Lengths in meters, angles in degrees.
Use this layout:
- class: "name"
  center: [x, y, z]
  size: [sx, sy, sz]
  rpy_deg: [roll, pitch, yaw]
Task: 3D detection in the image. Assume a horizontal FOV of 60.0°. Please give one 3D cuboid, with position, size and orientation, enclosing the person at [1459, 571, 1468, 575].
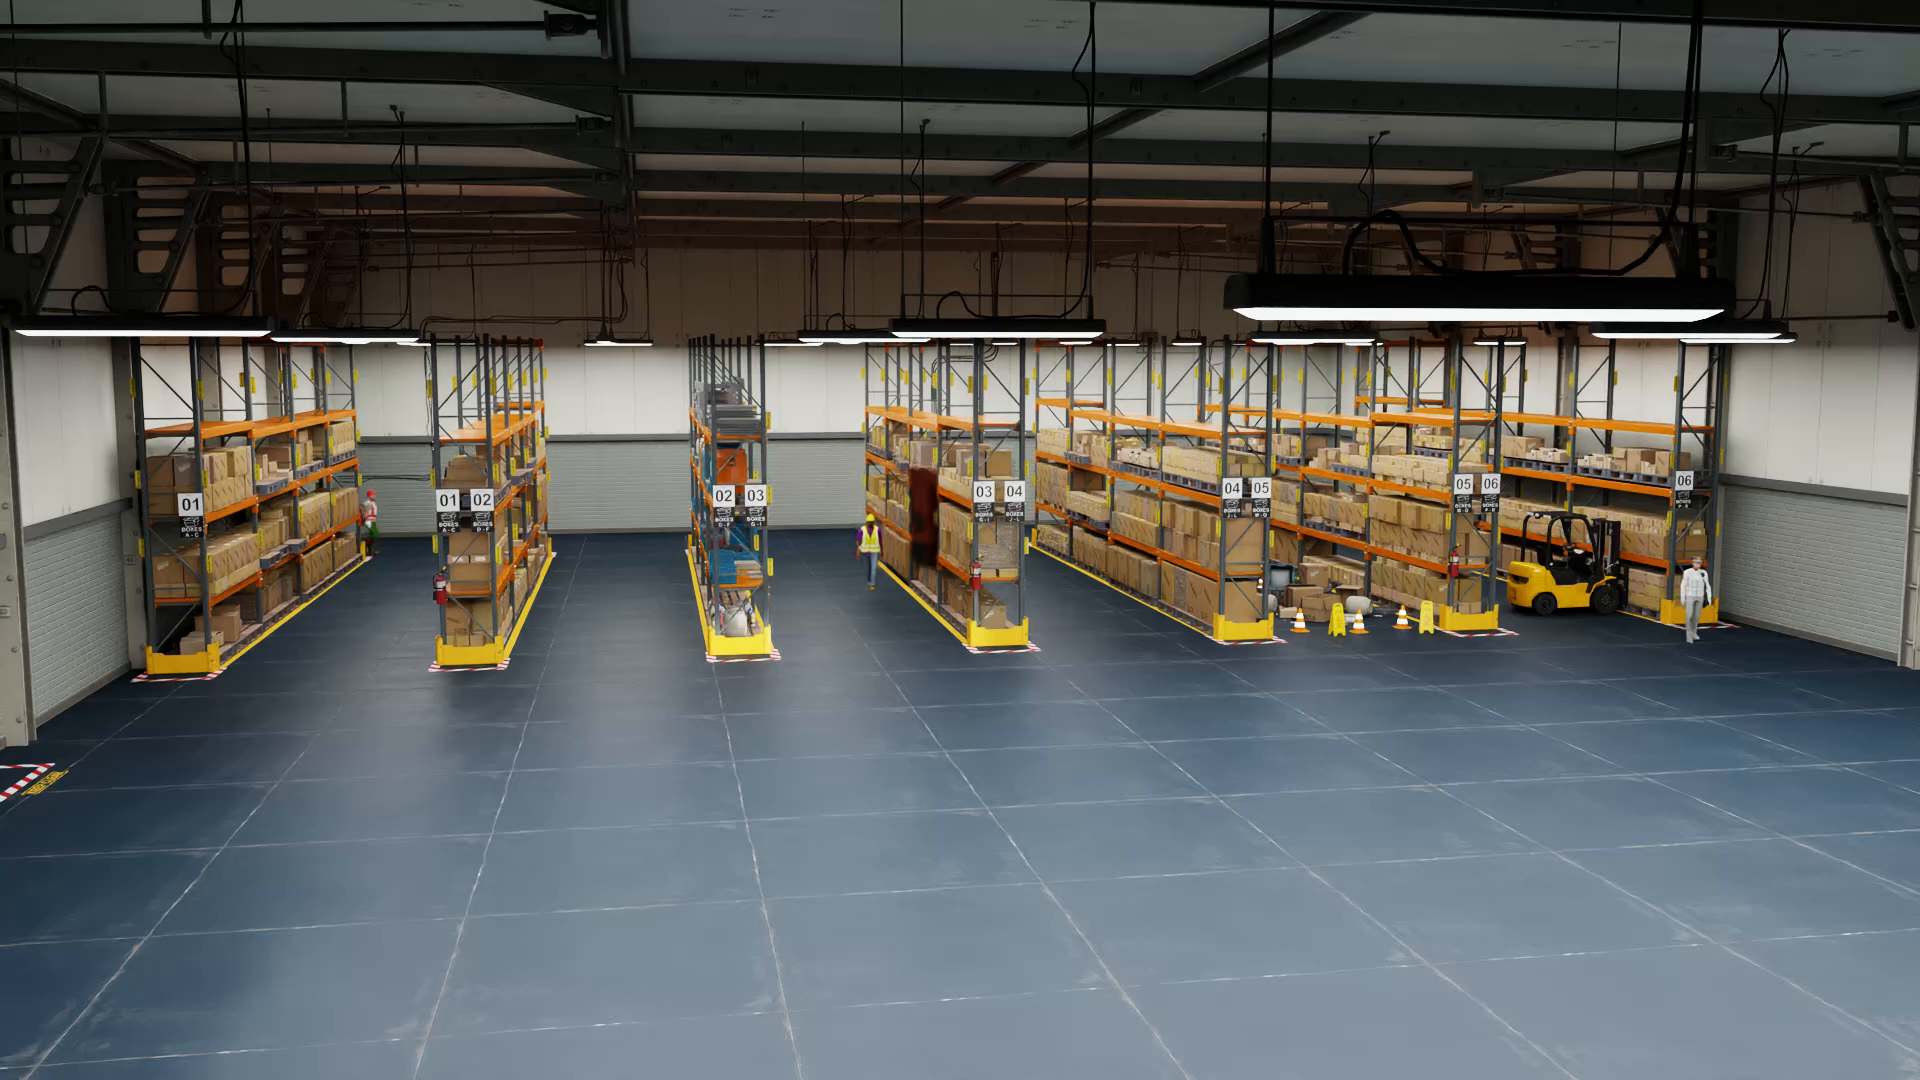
- class: "person"
  center: [11.447, 0.543, 38.064]
  size: [0.540, 1.781, 0.602]
  rpy_deg: [-2, 7, -14]

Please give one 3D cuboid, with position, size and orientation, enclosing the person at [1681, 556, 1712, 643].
- class: "person"
  center: [14.473, 1.172, 32.713]
  size: [0.537, 1.734, 0.515]
  rpy_deg: [1, 7, 10]

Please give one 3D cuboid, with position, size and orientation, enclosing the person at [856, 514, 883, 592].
- class: "person"
  center: [-2.057, 0.273, 37.428]
  size: [0.571, 1.718, 1.031]
  rpy_deg: [1, 7, 7]

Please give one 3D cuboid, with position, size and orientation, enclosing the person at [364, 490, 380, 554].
- class: "person"
  center: [-16.478, -0.490, 46.345]
  size: [0.512, 1.788, 0.580]
  rpy_deg: [-1, 7, -12]
